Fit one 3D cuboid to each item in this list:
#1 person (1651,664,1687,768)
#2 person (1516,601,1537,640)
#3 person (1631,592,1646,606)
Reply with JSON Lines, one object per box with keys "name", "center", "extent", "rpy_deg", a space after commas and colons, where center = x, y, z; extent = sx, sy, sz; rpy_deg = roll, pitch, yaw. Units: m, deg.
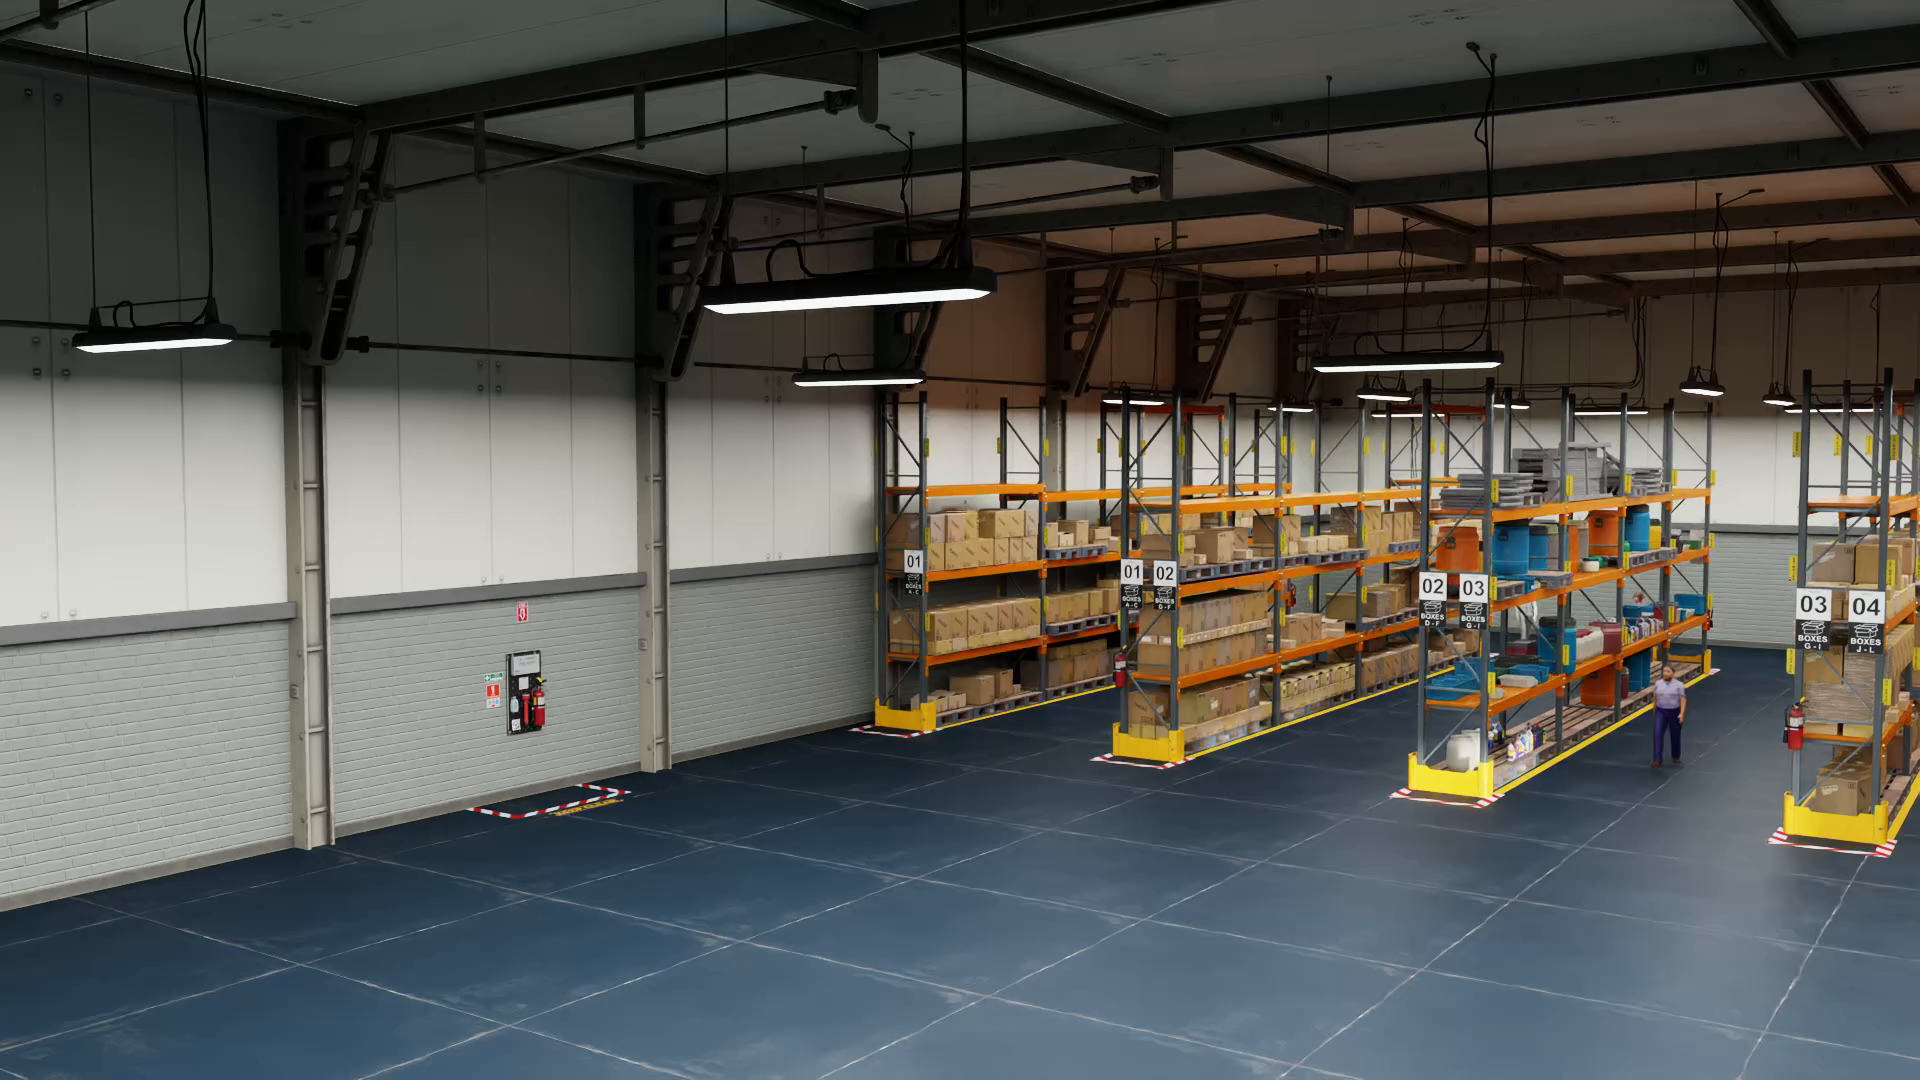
{"name": "person", "center": [11.056, 2.742, 25.943], "extent": [0.505, 1.593, 0.992], "rpy_deg": [2, 4, 30]}
{"name": "person", "center": [14.098, 1.875, 41.374], "extent": [0.477, 1.610, 1.081], "rpy_deg": [1, 3, 9]}
{"name": "person", "center": [16.158, 2.009, 39.617], "extent": [0.412, 1.540, 0.972], "rpy_deg": [2, 4, 34]}
